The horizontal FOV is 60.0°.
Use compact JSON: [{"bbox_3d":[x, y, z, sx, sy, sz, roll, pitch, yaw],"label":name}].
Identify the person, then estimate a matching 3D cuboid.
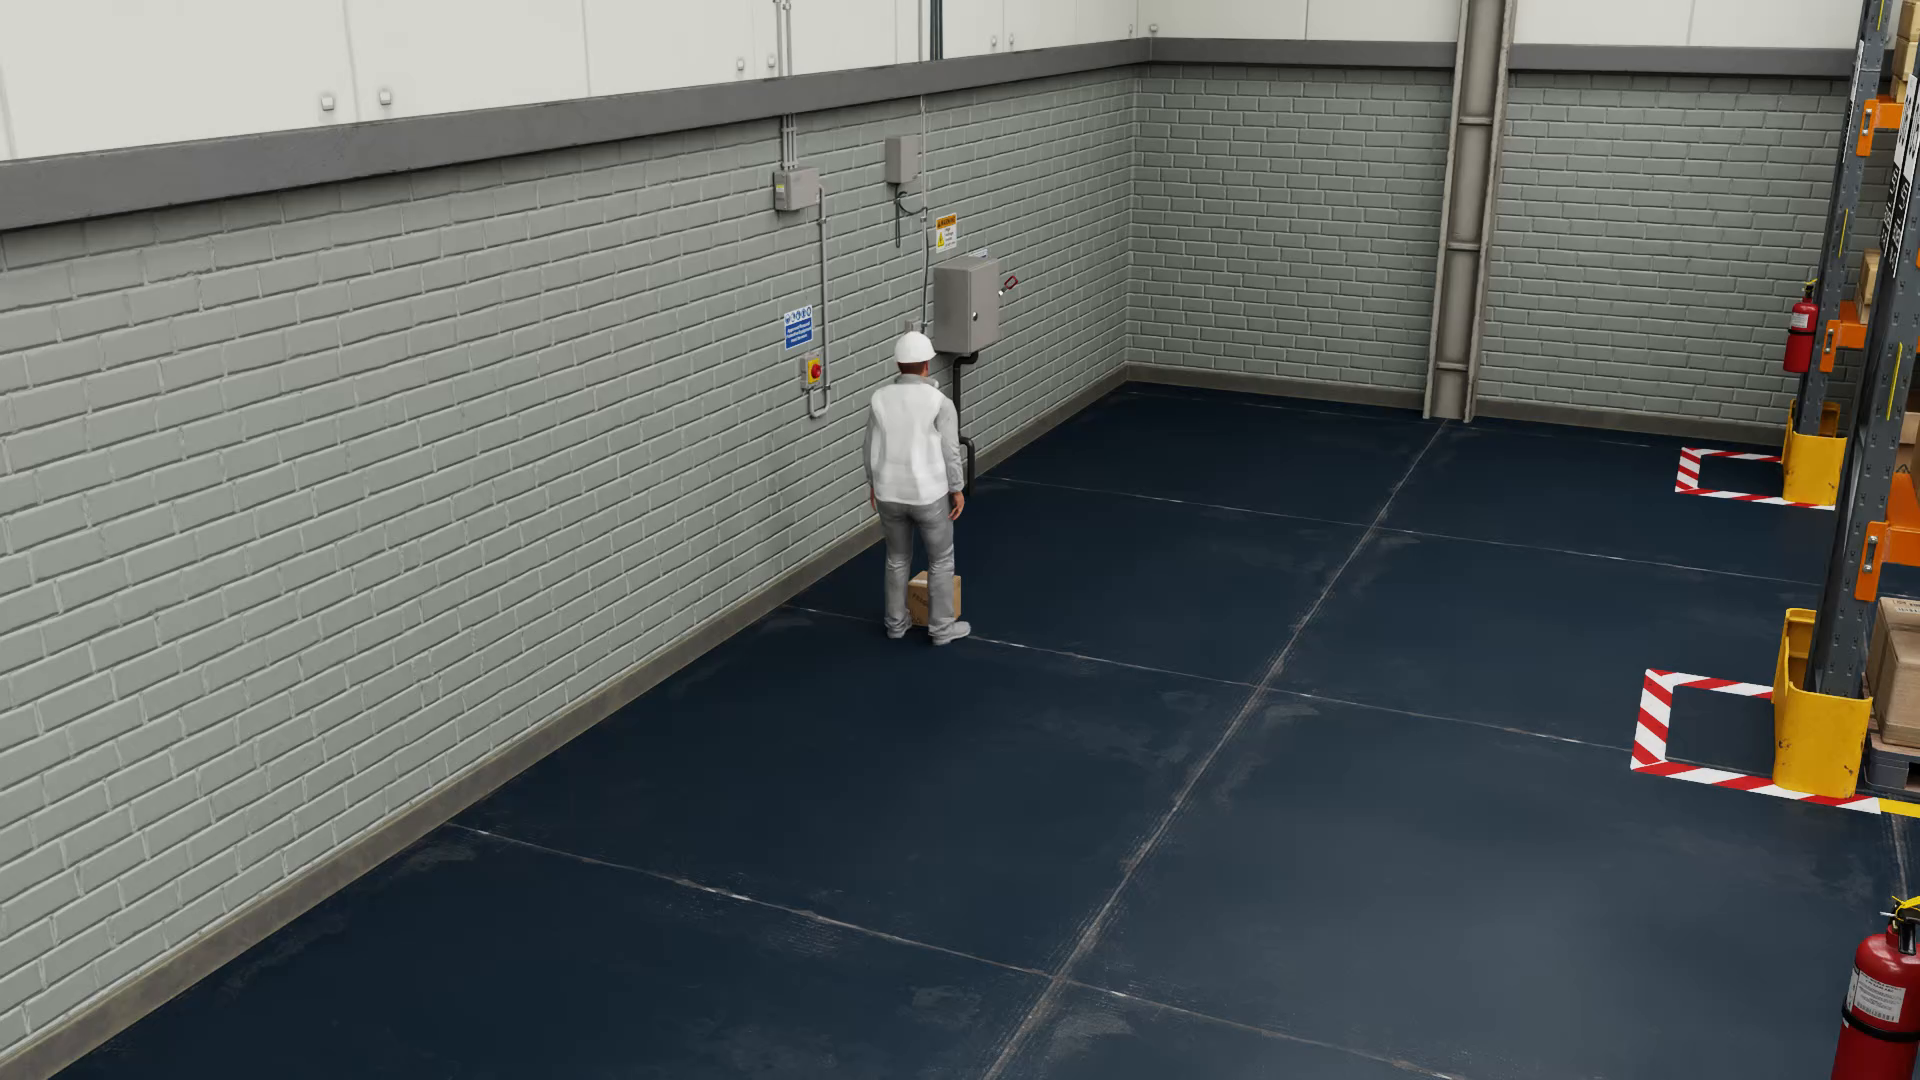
[{"bbox_3d":[-0.253,-0.285,9.357,0.583,1.769,0.464,7,20,20],"label":"person"}]
